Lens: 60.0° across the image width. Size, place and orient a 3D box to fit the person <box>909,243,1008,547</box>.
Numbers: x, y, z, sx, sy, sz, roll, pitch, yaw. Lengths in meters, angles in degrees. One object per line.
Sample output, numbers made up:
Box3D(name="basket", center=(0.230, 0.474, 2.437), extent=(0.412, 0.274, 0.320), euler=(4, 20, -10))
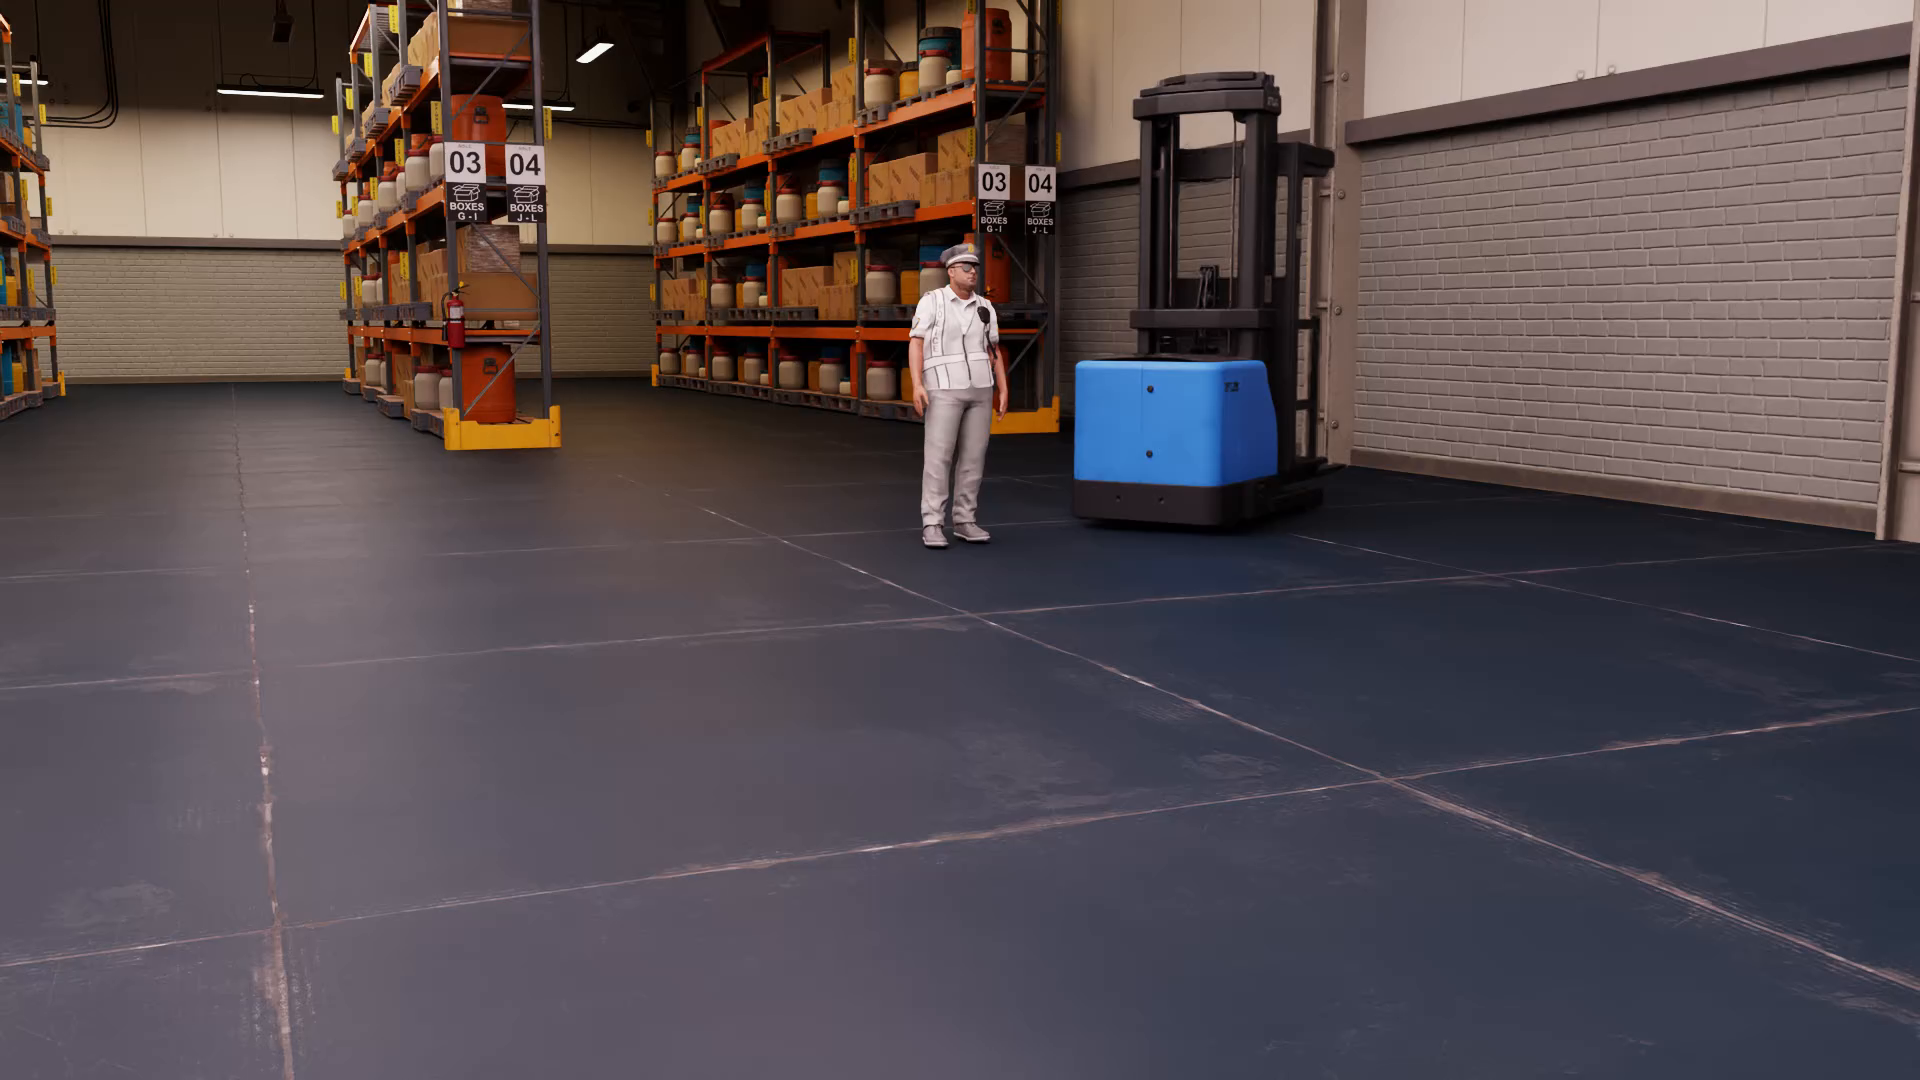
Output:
Box3D(name="person", center=(0.020, -0.880, 9.961), extent=(0.640, 1.781, 0.575), euler=(-3, 8, -23))

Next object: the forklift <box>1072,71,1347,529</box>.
Box3D(name="forklift", center=(1.925, -1.671, 11.617), extent=(1.130, 2.935, 3.031), euler=(5, 9, 31))
